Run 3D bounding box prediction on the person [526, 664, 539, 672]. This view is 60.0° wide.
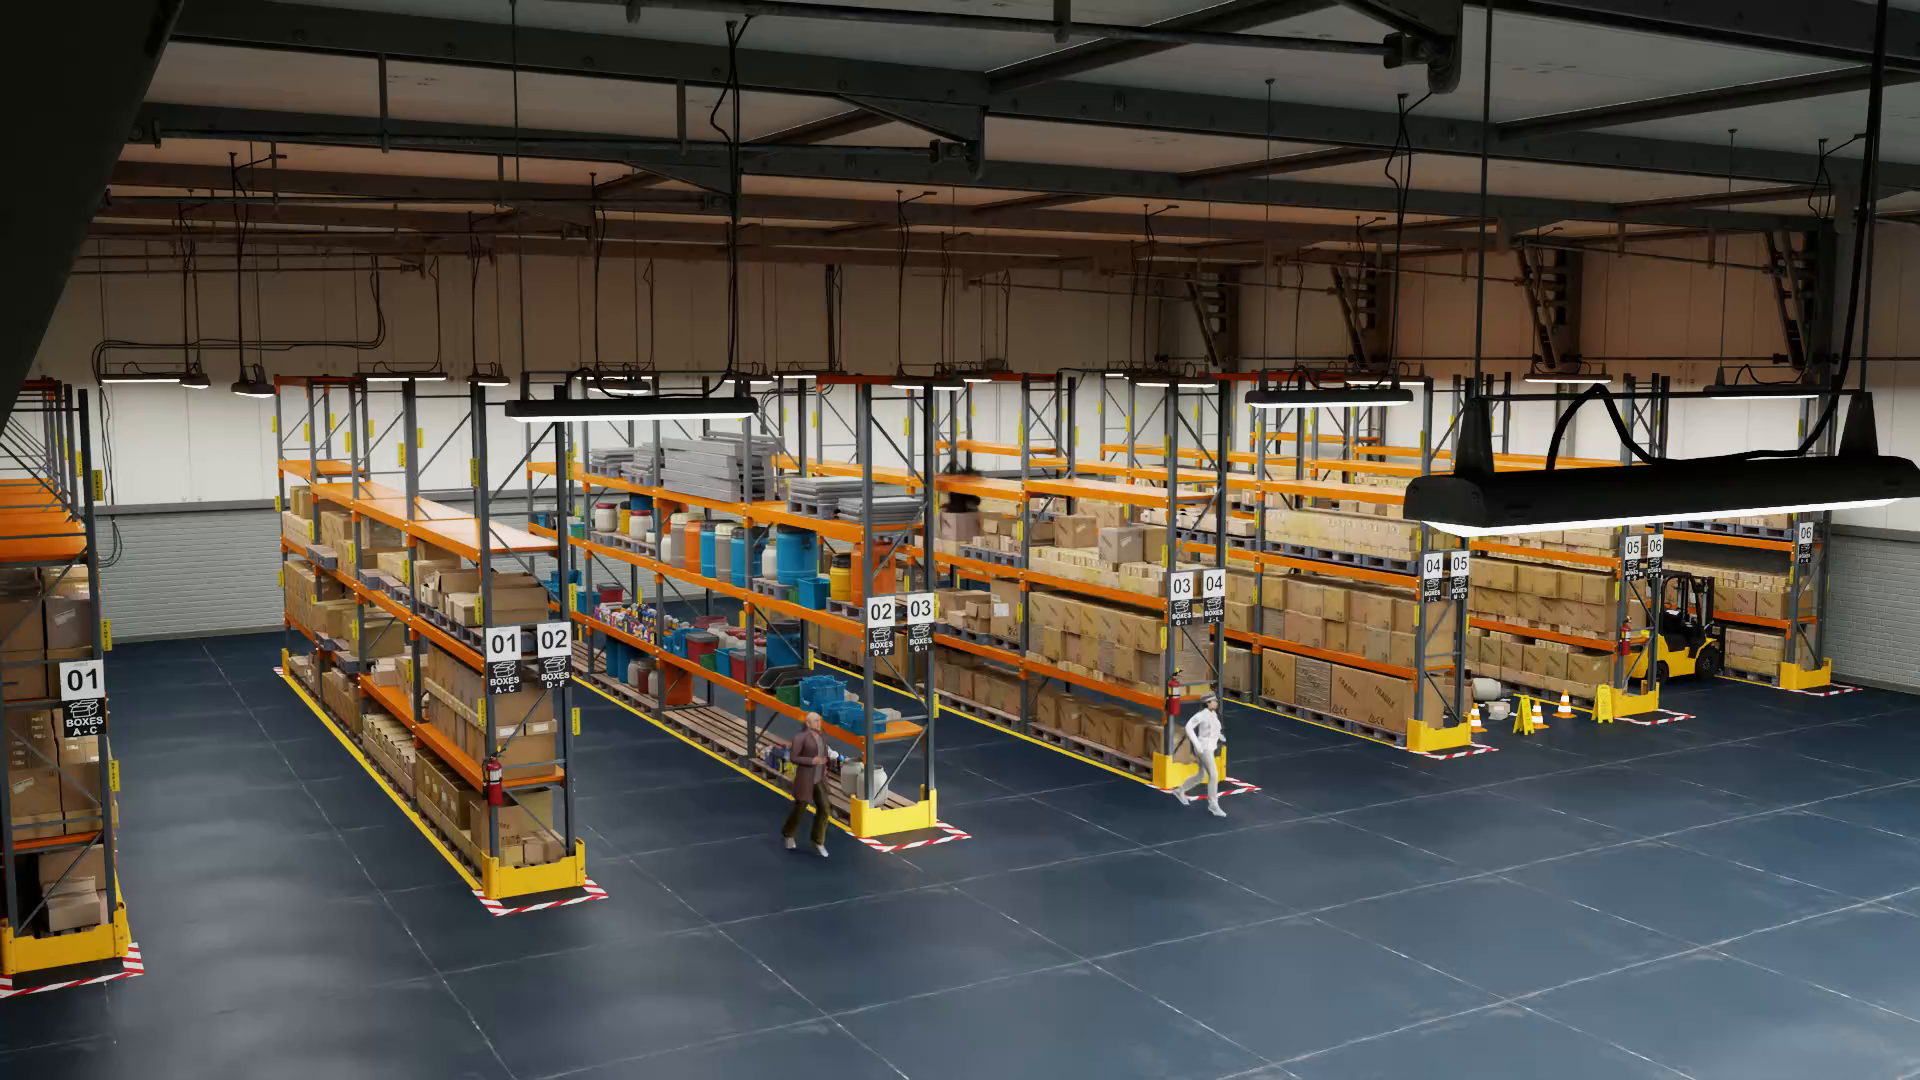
[{"bbox_3d":[-7.422,2.383,28.726,0.561,1.619,0.588,-5,8,-39],"label":"person"}]

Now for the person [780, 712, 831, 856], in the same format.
[{"bbox_3d":[-1.944,3.126,21.376,0.788,1.857,0.723,6,8,42],"label":"person"}]

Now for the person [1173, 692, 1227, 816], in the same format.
[{"bbox_3d":[3.422,2.973,23.332,0.815,1.724,0.633,4,7,29],"label":"person"}]

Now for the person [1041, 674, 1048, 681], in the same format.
[{"bbox_3d":[1.674,2.098,31.628,0.590,1.551,0.571,-4,8,-35],"label":"person"}]
